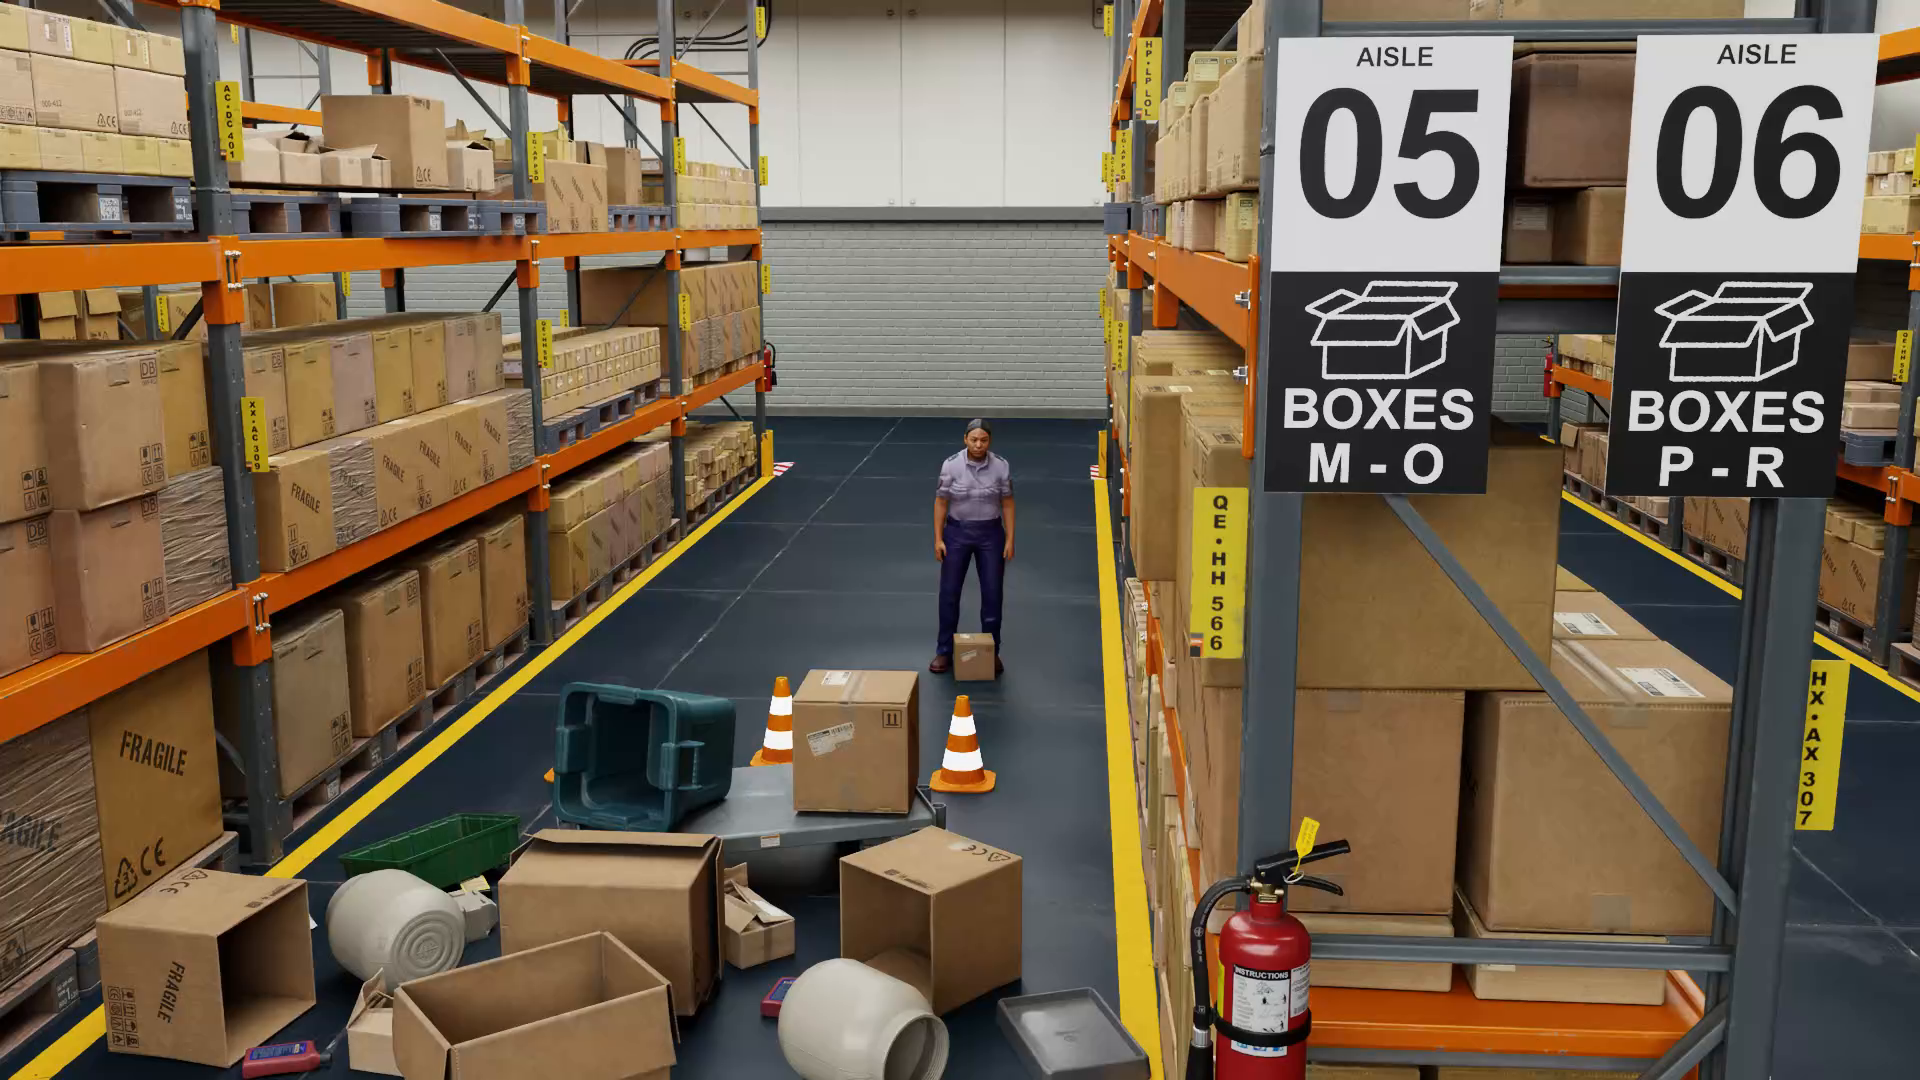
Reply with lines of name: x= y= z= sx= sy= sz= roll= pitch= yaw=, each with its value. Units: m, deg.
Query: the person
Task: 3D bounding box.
person: x=0.078 y=0.023 z=10.832 sx=0.565 sy=1.651 sz=0.370 roll=0 pitch=11 yaw=-2
